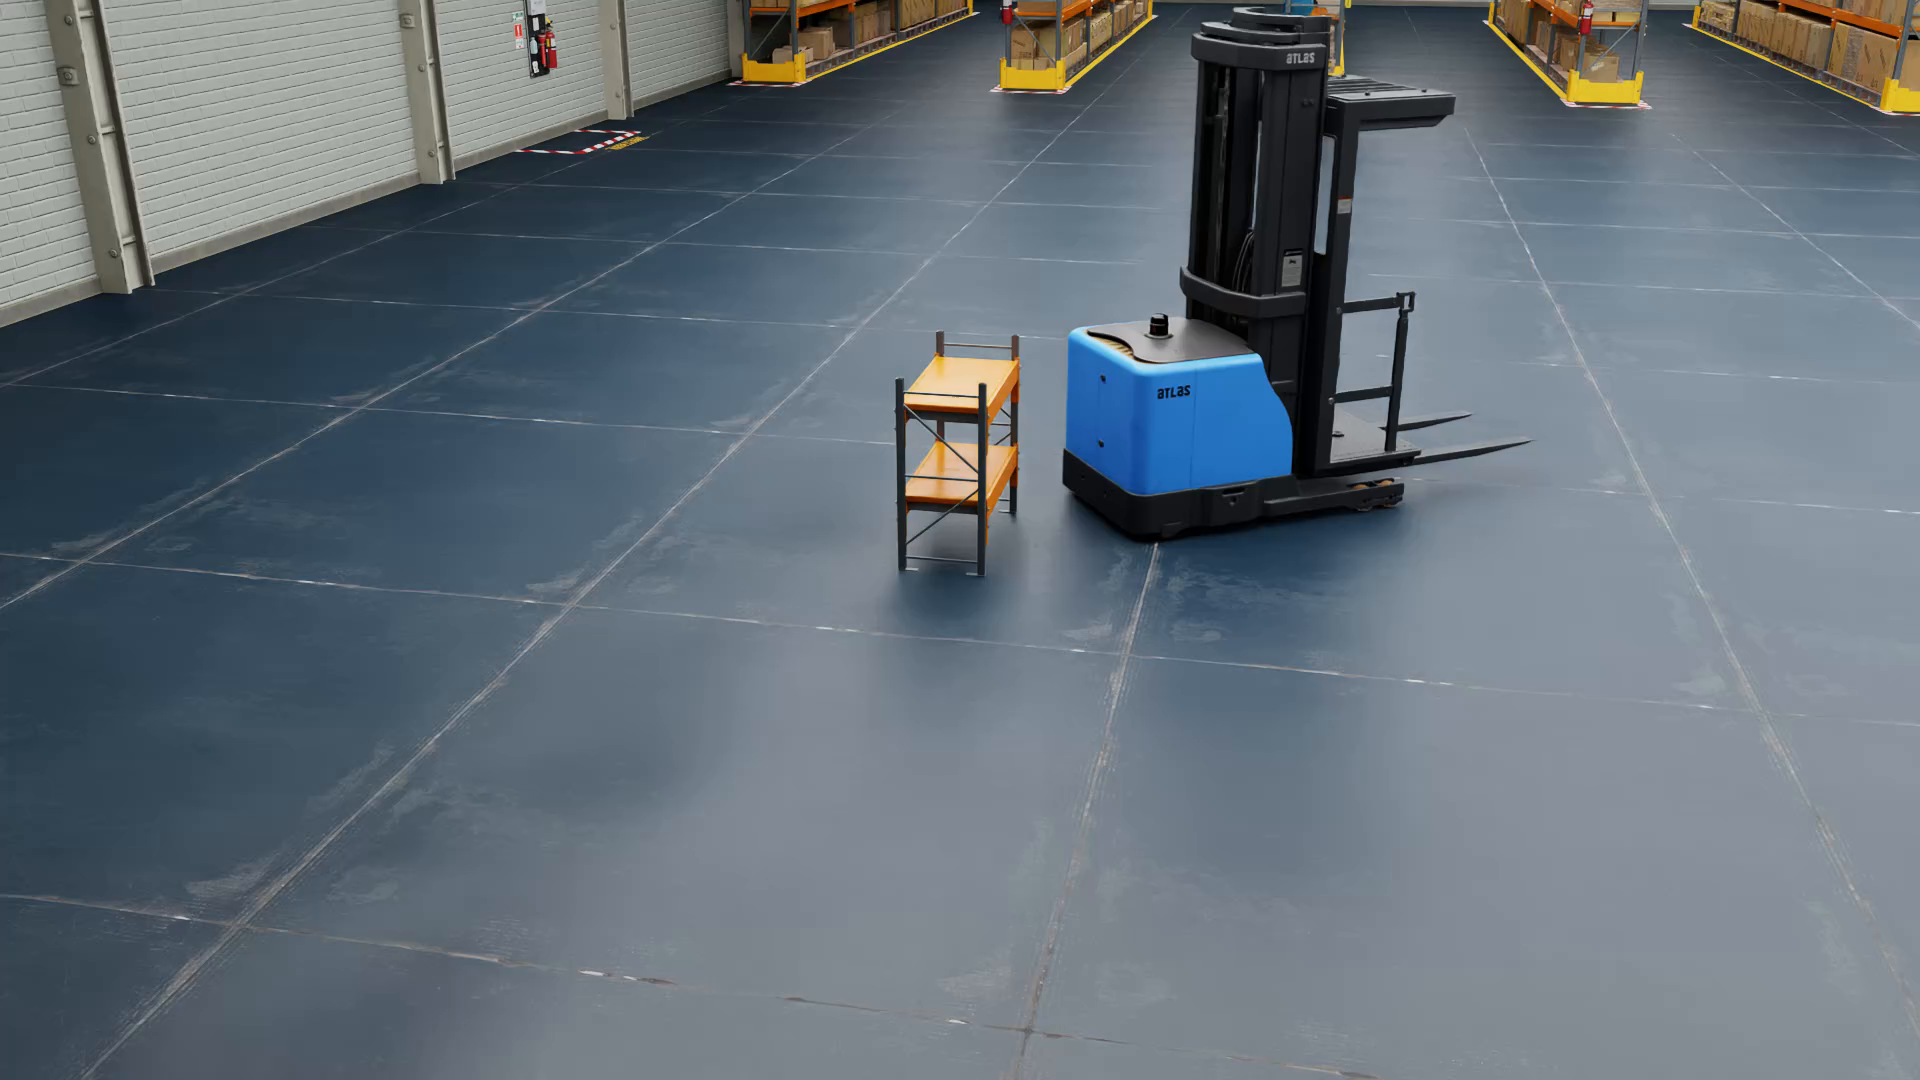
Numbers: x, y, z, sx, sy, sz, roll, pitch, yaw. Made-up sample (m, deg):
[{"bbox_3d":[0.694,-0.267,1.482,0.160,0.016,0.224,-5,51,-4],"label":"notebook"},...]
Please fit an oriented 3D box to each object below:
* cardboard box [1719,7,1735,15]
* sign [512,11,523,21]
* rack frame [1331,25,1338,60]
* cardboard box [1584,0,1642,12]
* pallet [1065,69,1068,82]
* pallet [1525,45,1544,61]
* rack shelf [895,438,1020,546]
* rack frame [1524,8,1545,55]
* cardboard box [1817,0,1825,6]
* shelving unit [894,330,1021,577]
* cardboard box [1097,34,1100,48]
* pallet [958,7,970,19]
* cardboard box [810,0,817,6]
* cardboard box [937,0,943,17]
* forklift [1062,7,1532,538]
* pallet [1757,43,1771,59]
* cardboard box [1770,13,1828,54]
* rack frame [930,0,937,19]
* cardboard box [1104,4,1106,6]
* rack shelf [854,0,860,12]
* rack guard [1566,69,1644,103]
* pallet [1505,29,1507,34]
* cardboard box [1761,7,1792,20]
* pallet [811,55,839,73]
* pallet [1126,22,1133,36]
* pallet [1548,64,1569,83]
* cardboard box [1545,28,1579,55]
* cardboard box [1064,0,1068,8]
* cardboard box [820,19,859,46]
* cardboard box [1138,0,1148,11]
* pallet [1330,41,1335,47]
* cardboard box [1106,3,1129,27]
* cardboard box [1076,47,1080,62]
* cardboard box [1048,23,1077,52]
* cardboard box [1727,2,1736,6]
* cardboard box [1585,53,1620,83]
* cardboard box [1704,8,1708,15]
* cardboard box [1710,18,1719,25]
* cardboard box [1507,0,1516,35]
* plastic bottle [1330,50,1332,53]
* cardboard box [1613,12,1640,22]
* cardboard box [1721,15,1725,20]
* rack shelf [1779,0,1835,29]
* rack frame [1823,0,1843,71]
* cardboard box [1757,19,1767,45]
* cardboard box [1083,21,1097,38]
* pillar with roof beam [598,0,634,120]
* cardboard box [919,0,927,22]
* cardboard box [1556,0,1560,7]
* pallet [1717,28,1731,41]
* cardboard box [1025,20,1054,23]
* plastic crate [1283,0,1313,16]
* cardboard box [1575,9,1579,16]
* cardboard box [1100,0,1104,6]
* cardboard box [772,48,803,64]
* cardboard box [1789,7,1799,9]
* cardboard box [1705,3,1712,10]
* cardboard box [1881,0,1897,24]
[{"bbox_3d":[18.277,-12.564,39.491,0.380,0.149,0.250,3,22,8],"label":"cardboard box"},{"bbox_3d":[-6.197,-7.337,23.299,0.001,0.109,0.331,4,22,11],"label":"sign"},{"bbox_3d":[6.992,-10.749,32.528,1.000,3.000,0.127,4,22,11],"label":"rack frame"},{"bbox_3d":[11.164,-9.292,28.378,0.875,0.500,0.500,4,22,11],"label":"cardboard box"},{"bbox_3d":[1.443,-8.655,31.060,1.003,0.211,1.213,4,22,11],"label":"pallet"},{"bbox_3d":[12.496,-10.255,35.035,1.003,0.211,1.213,4,22,11],"label":"pallet"},{"bbox_3d":[0.001,-0.297,9.741,0.538,0.278,1.000,4,22,11],"label":"rack shelf"},{"bbox_3d":[12.657,-11.834,35.223,1.000,3.000,0.127,4,22,11],"label":"rack frame"},{"bbox_3d":[16.624,-10.399,31.525,0.500,0.500,0.500,4,22,10],"label":"cardboard box"},{"bbox_3d":[0.001,-0.524,9.650,0.538,1.125,1.048,4,22,11],"label":"shelving unit"},{"bbox_3d":[2.677,-10.553,35.159,0.500,0.250,0.500,4,22,9],"label":"cardboard box"},{"bbox_3d":[-0.344,-14.301,45.080,1.003,0.211,1.213,4,22,11],"label":"pallet"},{"bbox_3d":[-3.020,-10.326,31.653,0.500,0.250,0.500,4,22,9],"label":"cardboard box"},{"bbox_3d":[-0.821,-13.731,42.716,0.700,0.500,0.500,5,22,12],"label":"cardboard box"},{"bbox_3d":[2.218,-1.708,10.170,3.031,2.935,1.130,-9,23,-20],"label":"forklift"},{"bbox_3d":[17.653,-10.412,35.423,1.003,0.211,1.213,4,22,11],"label":"pallet"},{"bbox_3d":[17.280,-10.355,33.998,1.050,0.750,0.750,4,22,10],"label":"cardboard box"},{"bbox_3d":[-1.074,-14.430,41.668,1.000,3.000,0.127,4,22,11],"label":"rack frame"},{"bbox_3d":[3.232,-12.562,39.787,0.500,0.500,0.500,5,22,12],"label":"cardboard box"},{"bbox_3d":[-2.298,-11.902,36.354,1.077,0.370,4.000,4,22,11],"label":"rack shelf"},{"bbox_3d":[11.040,-7.777,28.494,1.175,0.500,0.348,4,22,11],"label":"rack guard"},{"bbox_3d":[13.705,-12.276,40.052,1.003,0.211,1.213,4,22,11],"label":"pallet"},{"bbox_3d":[17.467,-11.258,35.572,0.500,0.250,0.500,5,22,12],"label":"cardboard box"},{"bbox_3d":[-3.056,-9.515,33.197,1.003,0.211,1.213,4,22,11],"label":"pallet"},{"bbox_3d":[3.647,-12.460,40.509,1.003,0.211,1.213,4,22,11],"label":"pallet"},{"bbox_3d":[11.738,-8.830,31.495,1.003,0.211,1.213,4,22,11],"label":"pallet"},{"bbox_3d":[12.217,-10.017,33.467,0.700,0.500,0.500,3,22,6],"label":"cardboard box"},{"bbox_3d":[1.645,-10.255,31.167,0.700,0.500,0.500,5,22,11],"label":"cardboard box"},{"bbox_3d":[-2.573,-10.819,35.460,0.700,0.500,0.500,5,23,13],"label":"cardboard box"},{"bbox_3d":[4.723,-14.344,44.211,0.500,0.500,0.500,4,22,11],"label":"cardboard box"},{"bbox_3d":[7.612,-10.638,35.985,1.003,0.211,1.213,4,22,11],"label":"pallet"},{"bbox_3d":[3.744,-12.533,39.714,0.500,0.500,0.500,5,22,12],"label":"cardboard box"},{"bbox_3d":[2.064,-9.495,32.533,0.500,0.250,0.500,4,22,11],"label":"cardboard box"},{"bbox_3d":[1.963,-9.660,31.938,0.500,0.500,0.500,4,22,11],"label":"cardboard box"},{"bbox_3d":[19.157,-13.193,41.054,0.380,0.149,0.250,5,22,12],"label":"cardboard box"},{"bbox_3d":[11.168,-8.171,28.911,0.500,0.500,0.500,9,24,21],"label":"cardboard box"},{"bbox_3d":[18.655,-13.088,41.190,0.380,0.149,0.250,4,22,11],"label":"cardboard box"},{"bbox_3d":[18.433,-12.587,40.345,0.380,0.149,0.250,3,22,8],"label":"cardboard box"},{"bbox_3d":[13.181,-11.944,37.777,1.225,0.875,0.875,4,22,9],"label":"cardboard box"},{"bbox_3d":[7.038,-9.279,31.834,0.144,0.351,0.185,4,22,11],"label":"plastic bottle"},{"bbox_3d":[11.316,-8.878,28.219,0.380,0.149,0.250,4,22,11],"label":"cardboard box"},{"bbox_3d":[18.322,-12.410,39.509,0.380,0.149,0.250,5,22,12],"label":"cardboard box"},{"bbox_3d":[17.084,-10.354,32.511,1.077,0.370,4.000,4,22,11],"label":"rack shelf"},{"bbox_3d":[16.676,-9.956,30.560,1.000,3.000,0.127,4,22,11],"label":"rack frame"},{"bbox_3d":[17.480,-10.905,35.699,0.500,0.500,0.500,5,23,13],"label":"cardboard box"},{"bbox_3d":[2.579,-10.622,34.581,0.500,0.311,0.500,4,22,10],"label":"cardboard box"},{"bbox_3d":[-1.237,-10.624,24.186,9.100,9.000,0.400,4,22,11],"label":"pillar with roof beam"},{"bbox_3d":[-1.258,-13.055,40.569,0.750,0.750,0.750,5,23,13],"label":"cardboard box"},{"bbox_3d":[11.439,-10.109,31.275,0.380,0.149,0.250,4,22,11],"label":"cardboard box"},{"bbox_3d":[18.411,-11.837,38.962,1.003,0.211,1.213,4,22,11],"label":"pallet"},{"bbox_3d":[1.539,-9.884,32.494,0.500,0.500,0.500,4,22,11],"label":"cardboard box"},{"bbox_3d":[5.985,-9.423,29.435,0.499,0.251,0.616,4,22,11],"label":"plastic crate"},{"bbox_3d":[11.120,-9.370,29.441,0.380,0.149,0.250,4,22,11],"label":"cardboard box"},{"bbox_3d":[3.133,-12.739,39.222,0.500,0.250,0.500,4,22,10],"label":"cardboard box"},{"bbox_3d":[-3.293,-9.244,31.802,0.500,0.311,0.500,2,22,5],"label":"cardboard box"},{"bbox_3d":[17.973,-11.222,35.482,0.500,0.250,0.500,4,22,10],"label":"cardboard box"},{"bbox_3d":[18.570,-13.135,40.911,0.380,0.149,0.250,4,22,11],"label":"cardboard box"},{"bbox_3d":[15.982,-8.905,27.749,0.875,0.550,0.550,4,22,11],"label":"cardboard box"}]
